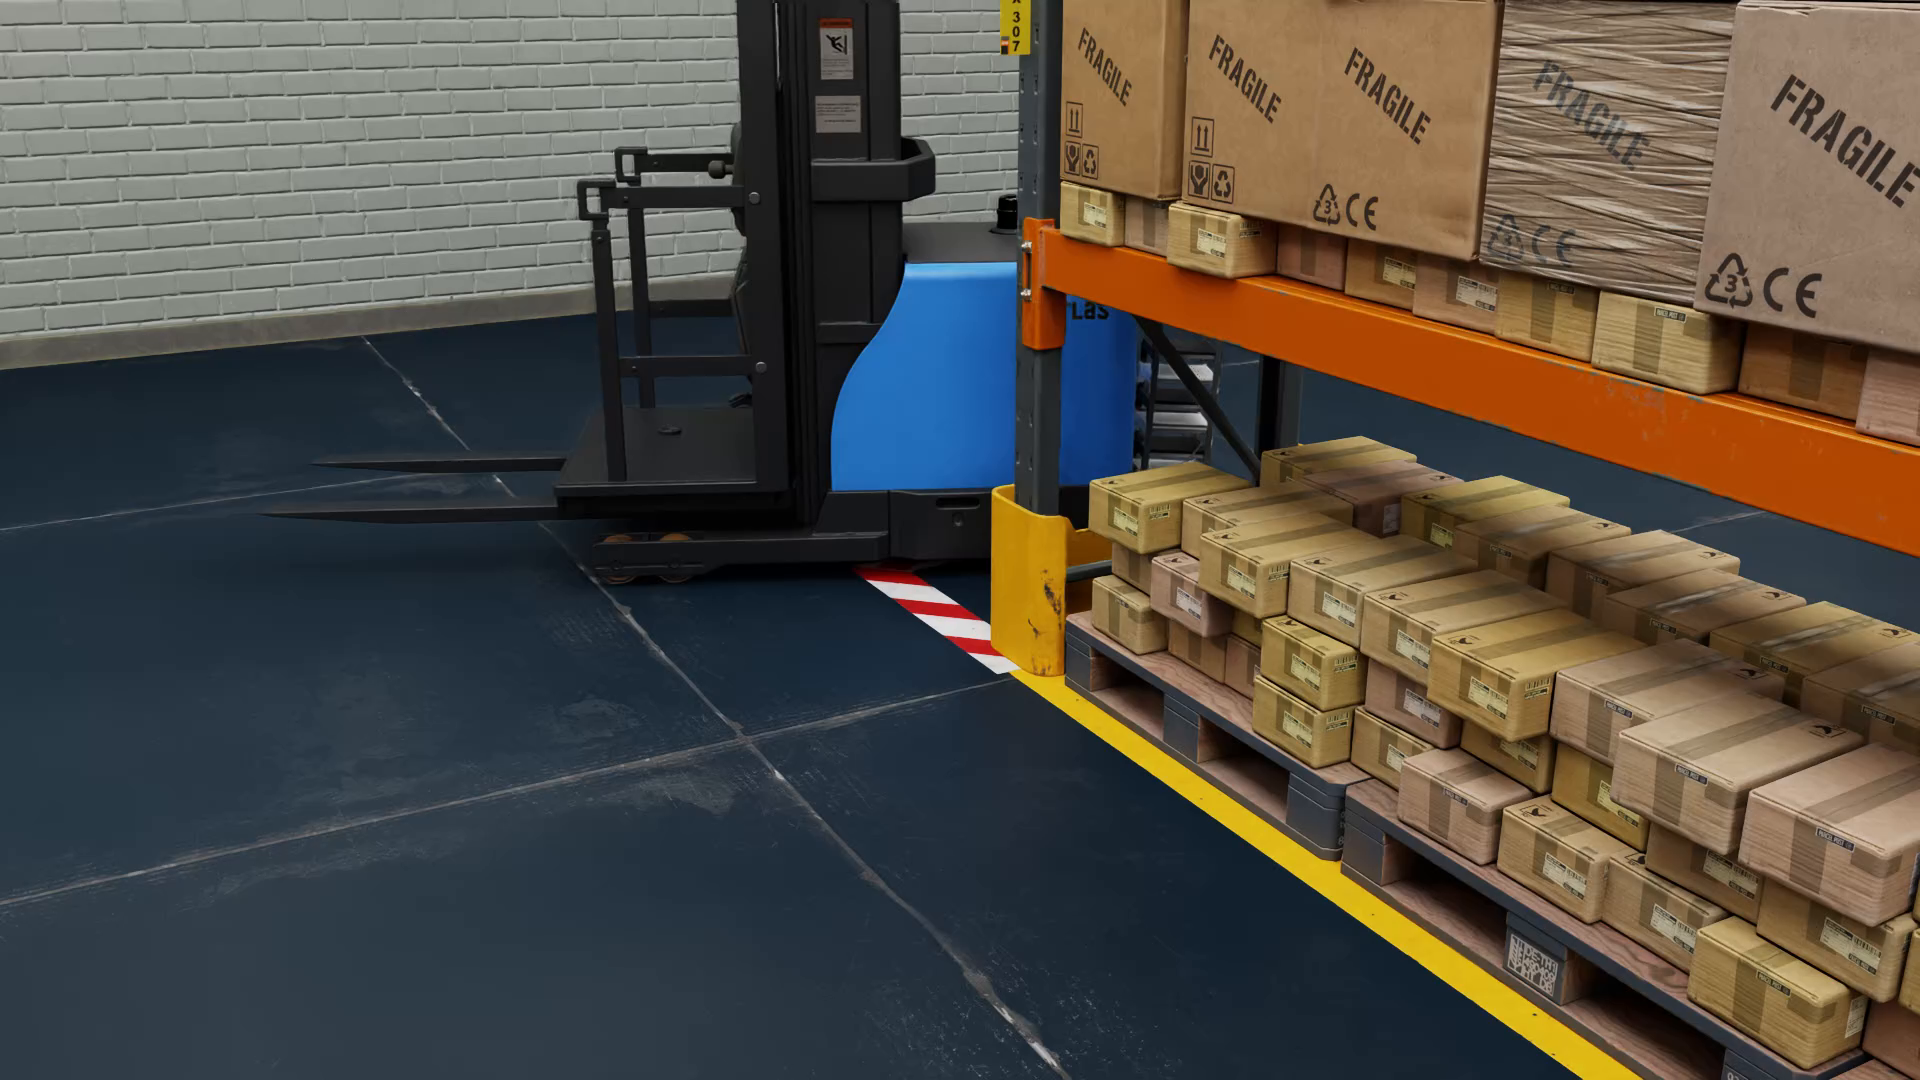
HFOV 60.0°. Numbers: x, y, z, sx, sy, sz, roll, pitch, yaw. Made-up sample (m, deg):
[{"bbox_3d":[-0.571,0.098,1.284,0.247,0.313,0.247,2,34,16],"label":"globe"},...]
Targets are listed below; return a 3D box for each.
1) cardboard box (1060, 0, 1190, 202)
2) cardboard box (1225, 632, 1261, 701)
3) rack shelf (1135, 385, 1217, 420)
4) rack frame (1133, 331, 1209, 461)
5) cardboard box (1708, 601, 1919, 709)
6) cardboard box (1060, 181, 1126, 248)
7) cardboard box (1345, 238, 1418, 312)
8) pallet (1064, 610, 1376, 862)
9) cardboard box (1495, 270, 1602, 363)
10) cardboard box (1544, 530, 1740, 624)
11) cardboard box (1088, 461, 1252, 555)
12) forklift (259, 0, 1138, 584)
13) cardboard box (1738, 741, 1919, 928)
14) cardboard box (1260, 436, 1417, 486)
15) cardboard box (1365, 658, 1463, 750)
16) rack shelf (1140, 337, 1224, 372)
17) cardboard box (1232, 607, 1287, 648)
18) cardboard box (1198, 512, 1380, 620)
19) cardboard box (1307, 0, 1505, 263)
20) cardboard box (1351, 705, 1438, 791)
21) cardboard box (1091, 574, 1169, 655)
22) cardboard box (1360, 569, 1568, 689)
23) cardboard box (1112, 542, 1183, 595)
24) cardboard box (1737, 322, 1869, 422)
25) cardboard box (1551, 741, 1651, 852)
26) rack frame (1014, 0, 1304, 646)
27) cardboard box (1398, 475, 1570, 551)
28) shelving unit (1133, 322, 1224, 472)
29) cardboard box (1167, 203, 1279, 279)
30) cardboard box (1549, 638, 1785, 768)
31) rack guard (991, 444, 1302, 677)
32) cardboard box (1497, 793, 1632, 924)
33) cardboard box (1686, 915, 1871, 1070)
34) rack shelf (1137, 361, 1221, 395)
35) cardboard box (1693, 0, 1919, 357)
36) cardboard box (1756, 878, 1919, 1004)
[{"bbox_3d":[0.602,-1.180,4.344,0.500,0.500,0.500,-9,21,-24],"label":"cardboard box"},{"bbox_3d":[0.920,0.318,4.338,0.380,0.149,0.250,-10,21,-26],"label":"cardboard box"},{"bbox_3d":[0.773,-0.489,5.969,0.258,0.077,0.200,2,19,-6],"label":"rack shelf"},{"bbox_3d":[0.760,-0.468,6.083,0.240,0.900,0.006,2,19,-6],"label":"rack frame"},{"bbox_3d":[1.831,0.269,3.569,0.380,0.149,0.250,-10,21,-26],"label":"cardboard box"},{"bbox_3d":[0.498,-0.901,4.530,0.380,0.149,0.250,-10,21,-27],"label":"cardboard box"},{"bbox_3d":[1.086,-0.614,3.698,0.380,0.149,0.250,-10,22,-27],"label":"cardboard box"},{"bbox_3d":[1.023,0.415,4.606,1.003,0.211,1.213,-10,21,-27],"label":"pallet"},{"bbox_3d":[1.283,-0.461,3.255,0.380,0.149,0.250,-9,21,-25],"label":"cardboard box"},{"bbox_3d":[1.654,0.105,4.043,0.380,0.149,0.250,-9,21,-25],"label":"cardboard box"},{"bbox_3d":[0.582,-0.093,4.617,0.380,0.149,0.250,-11,22,-29],"label":"cardboard box"},{"bbox_3d":[-0.927,-1.413,5.732,3.031,2.935,1.130,-1,19,-4],"label":"forklift"},{"bbox_3d":[1.588,0.503,2.890,0.380,0.149,0.250,-11,22,-29],"label":"cardboard box"},{"bbox_3d":[1.107,-0.183,4.879,0.380,0.149,0.250,-10,21,-26],"label":"cardboard box"},{"bbox_3d":[1.165,0.331,3.845,0.380,0.149,0.250,-11,22,-29],"label":"cardboard box"},{"bbox_3d":[0.785,-0.659,5.912,0.258,0.077,0.200,2,19,-6],"label":"rack shelf"},{"bbox_3d":[0.930,0.179,4.286,0.380,0.149,0.250,-10,21,-26],"label":"cardboard box"},{"bbox_3d":[0.826,0.060,4.174,0.380,0.149,0.250,-10,21,-27],"label":"cardboard box"},{"bbox_3d":[1.100,-0.888,3.496,0.500,0.500,0.500,-10,21,-26],"label":"cardboard box"},{"bbox_3d":[1.150,0.467,3.907,0.380,0.149,0.250,-10,21,-27],"label":"cardboard box"},{"bbox_3d":[0.599,0.185,4.723,0.380,0.149,0.250,-10,21,-26],"label":"cardboard box"},{"bbox_3d":[1.140,0.199,3.770,0.380,0.149,0.250,-9,21,-25],"label":"cardboard box"},{"bbox_3d":[0.655,0.035,4.703,0.380,0.149,0.250,-9,21,-24],"label":"cardboard box"},{"bbox_3d":[1.567,-0.318,2.840,0.380,0.149,0.250,-10,22,-27],"label":"cardboard box"},{"bbox_3d":[1.450,0.481,3.409,0.380,0.149,0.250,-9,21,-24],"label":"cardboard box"},{"bbox_3d":[0.632,-1.164,4.906,1.000,3.000,0.127,-10,21,-27],"label":"rack frame"},{"bbox_3d":[1.410,-0.048,4.485,0.380,0.149,0.250,-11,22,-28],"label":"cardboard box"},{"bbox_3d":[0.770,-0.435,5.988,0.258,0.900,0.210,2,19,-6],"label":"shelving unit"},{"bbox_3d":[0.736,-0.749,4.089,0.380,0.149,0.250,-11,22,-28],"label":"cardboard box"},{"bbox_3d":[1.428,0.339,3.365,0.380,0.149,0.250,-10,21,-27],"label":"cardboard box"},{"bbox_3d":[0.668,0.040,5.250,1.175,0.500,0.348,-10,21,-27],"label":"rack guard"},{"bbox_3d":[1.346,0.627,3.442,0.380,0.149,0.250,-10,21,-27],"label":"cardboard box"},{"bbox_3d":[1.554,0.777,3.009,0.380,0.149,0.250,-10,21,-27],"label":"cardboard box"},{"bbox_3d":[0.779,-0.574,5.940,0.258,0.077,0.200,2,19,-6],"label":"rack shelf"},{"bbox_3d":[1.573,-0.591,2.636,0.500,0.500,0.500,-10,21,-27],"label":"cardboard box"},{"bbox_3d":[1.649,0.644,2.936,0.380,0.149,0.250,-9,21,-25],"label":"cardboard box"}]
